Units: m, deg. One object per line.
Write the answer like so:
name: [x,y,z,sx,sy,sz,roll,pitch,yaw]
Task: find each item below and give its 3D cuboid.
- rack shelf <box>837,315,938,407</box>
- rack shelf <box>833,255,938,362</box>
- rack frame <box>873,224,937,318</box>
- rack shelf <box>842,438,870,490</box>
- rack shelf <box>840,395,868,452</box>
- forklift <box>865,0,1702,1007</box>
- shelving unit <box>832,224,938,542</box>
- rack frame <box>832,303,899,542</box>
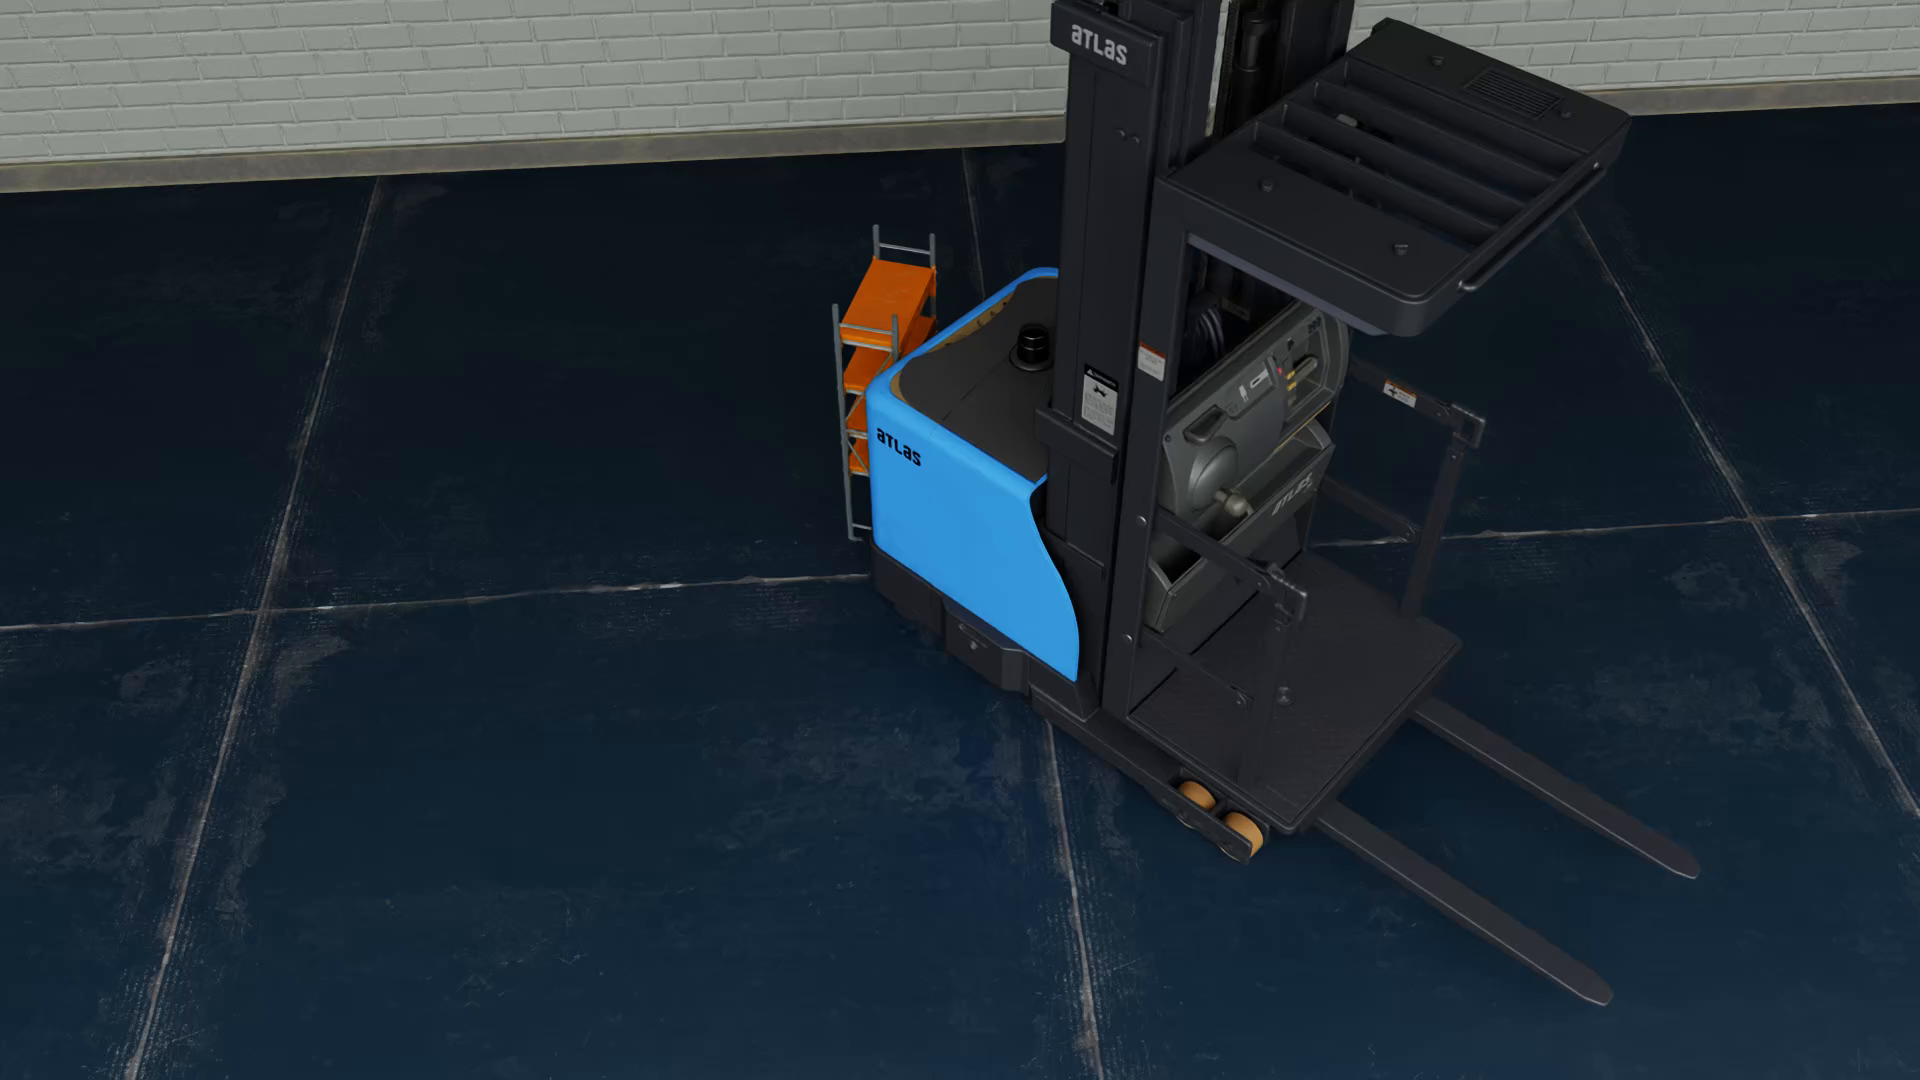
rack shelf: [-0.272,-0.677,6.349,0.258,0.148,0.480,11,48,10]
rack shelf: [-0.272,-0.840,6.178,0.258,0.148,0.480,11,48,10]
rack frame: [-0.208,-0.740,6.625,0.240,1.200,0.015,11,48,10]
rack shelf: [-0.272,-0.387,6.656,0.258,0.148,0.480,11,48,10]
rack shelf: [-0.272,-0.523,6.512,0.258,0.148,0.480,11,48,10]
forklift: [1.081,-0.346,5.059,3.031,2.935,1.130,33,55,28]
shelving unit: [-0.272,-0.569,6.463,0.258,1.200,0.503,11,48,10]
rack frame: [-0.336,-0.398,6.301,0.240,1.200,0.015,11,48,10]
